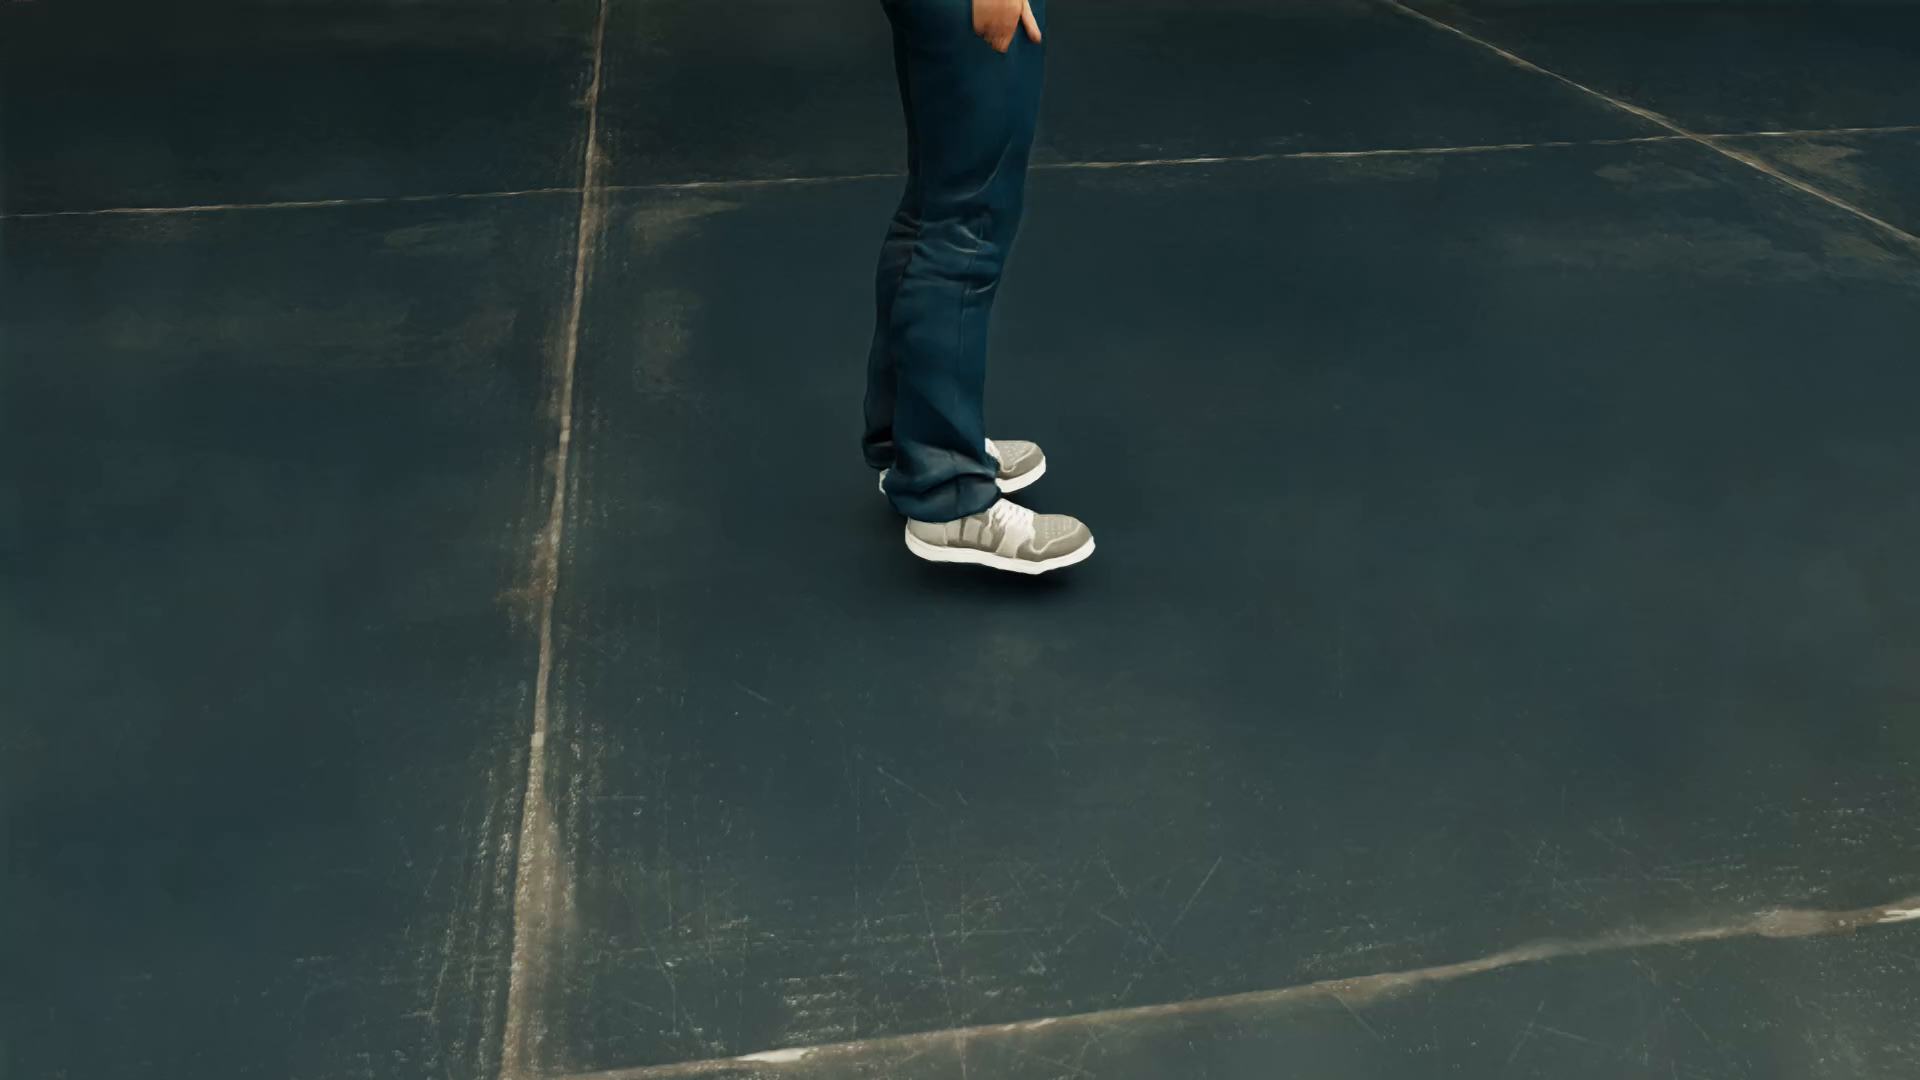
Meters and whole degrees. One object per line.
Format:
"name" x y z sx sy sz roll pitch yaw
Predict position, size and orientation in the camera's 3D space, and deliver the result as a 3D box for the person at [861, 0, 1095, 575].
"person" 0.009 -0.743 2.108 0.311 1.603 0.405 -5 28 -9
